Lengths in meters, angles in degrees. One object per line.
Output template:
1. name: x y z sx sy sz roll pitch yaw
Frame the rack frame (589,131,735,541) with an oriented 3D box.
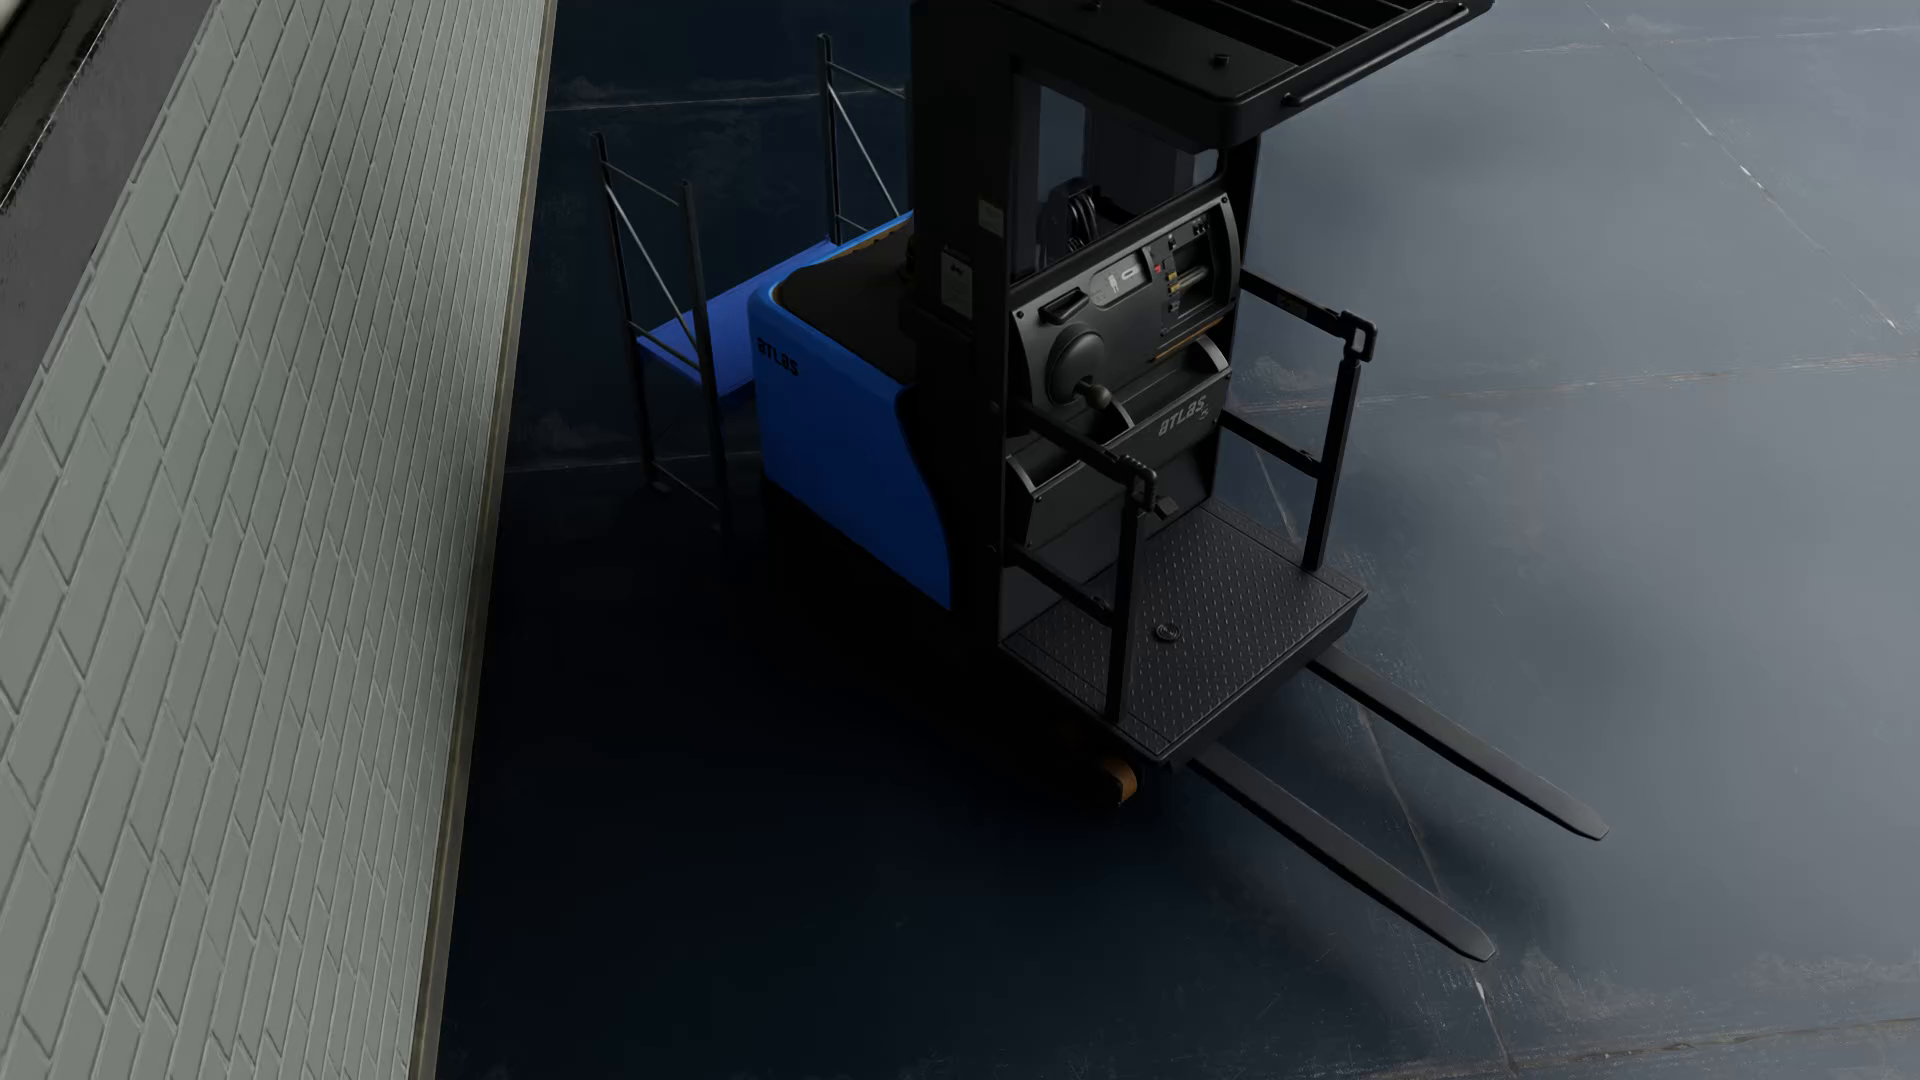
1. rack frame: -1.037 -0.677 5.881 0.500 1.500 0.032 33 51 31

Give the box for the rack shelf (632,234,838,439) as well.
1. rack shelf: -0.684 -0.788 6.273 0.538 0.185 1.000 33 51 31

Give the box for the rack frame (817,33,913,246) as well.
1. rack frame: -0.331 -1.167 6.424 0.500 1.500 0.032 33 51 31

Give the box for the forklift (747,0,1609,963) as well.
1. forklift: 0.649 -0.636 4.766 1.130 2.935 3.031 -33 51 -31

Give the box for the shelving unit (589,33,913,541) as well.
1. shelving unit: -0.684 -0.922 6.152 0.538 1.500 1.048 33 51 31
